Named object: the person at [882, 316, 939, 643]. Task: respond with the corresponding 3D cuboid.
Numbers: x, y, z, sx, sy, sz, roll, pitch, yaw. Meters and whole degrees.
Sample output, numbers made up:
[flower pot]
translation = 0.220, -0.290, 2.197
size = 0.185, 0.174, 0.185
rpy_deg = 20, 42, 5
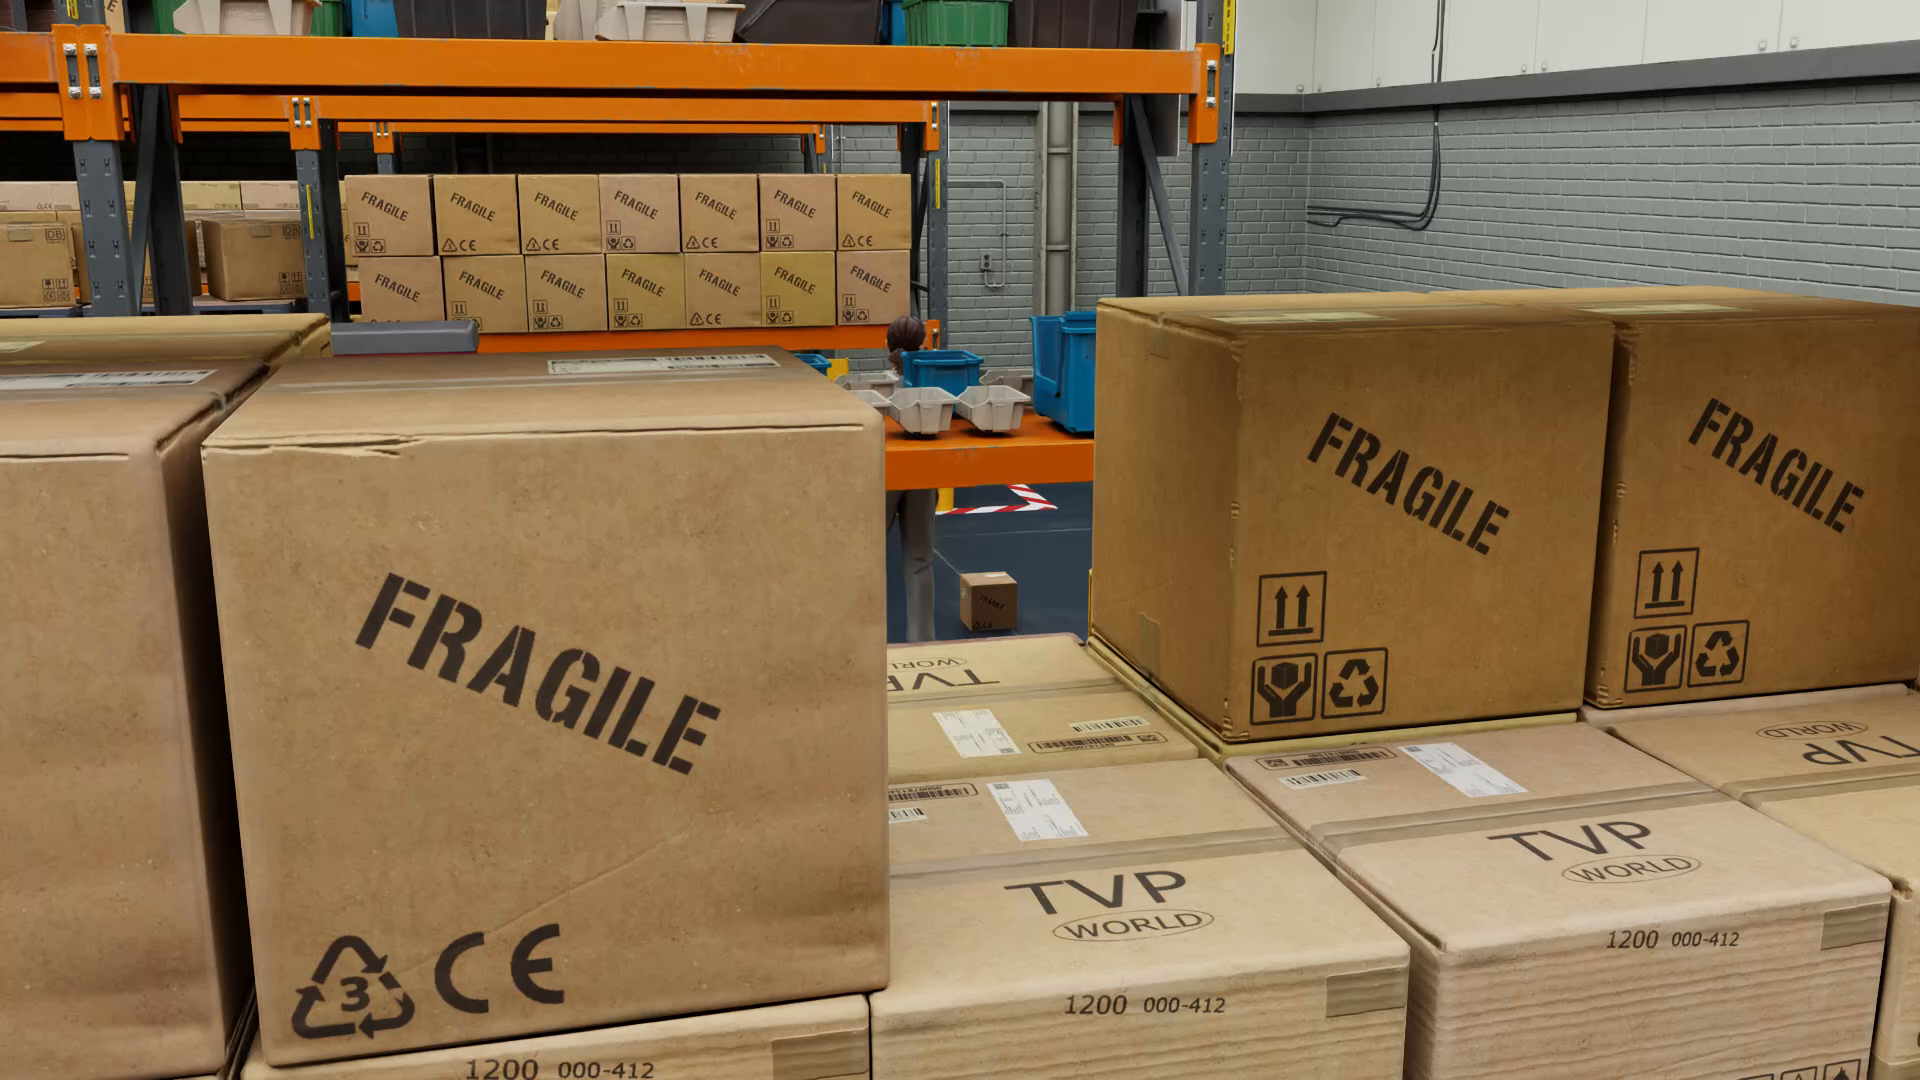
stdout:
[person]
translation = -0.328, -0.250, 8.013
size = 0.545, 1.659, 0.674
rpy_deg = -3, 13, -13
